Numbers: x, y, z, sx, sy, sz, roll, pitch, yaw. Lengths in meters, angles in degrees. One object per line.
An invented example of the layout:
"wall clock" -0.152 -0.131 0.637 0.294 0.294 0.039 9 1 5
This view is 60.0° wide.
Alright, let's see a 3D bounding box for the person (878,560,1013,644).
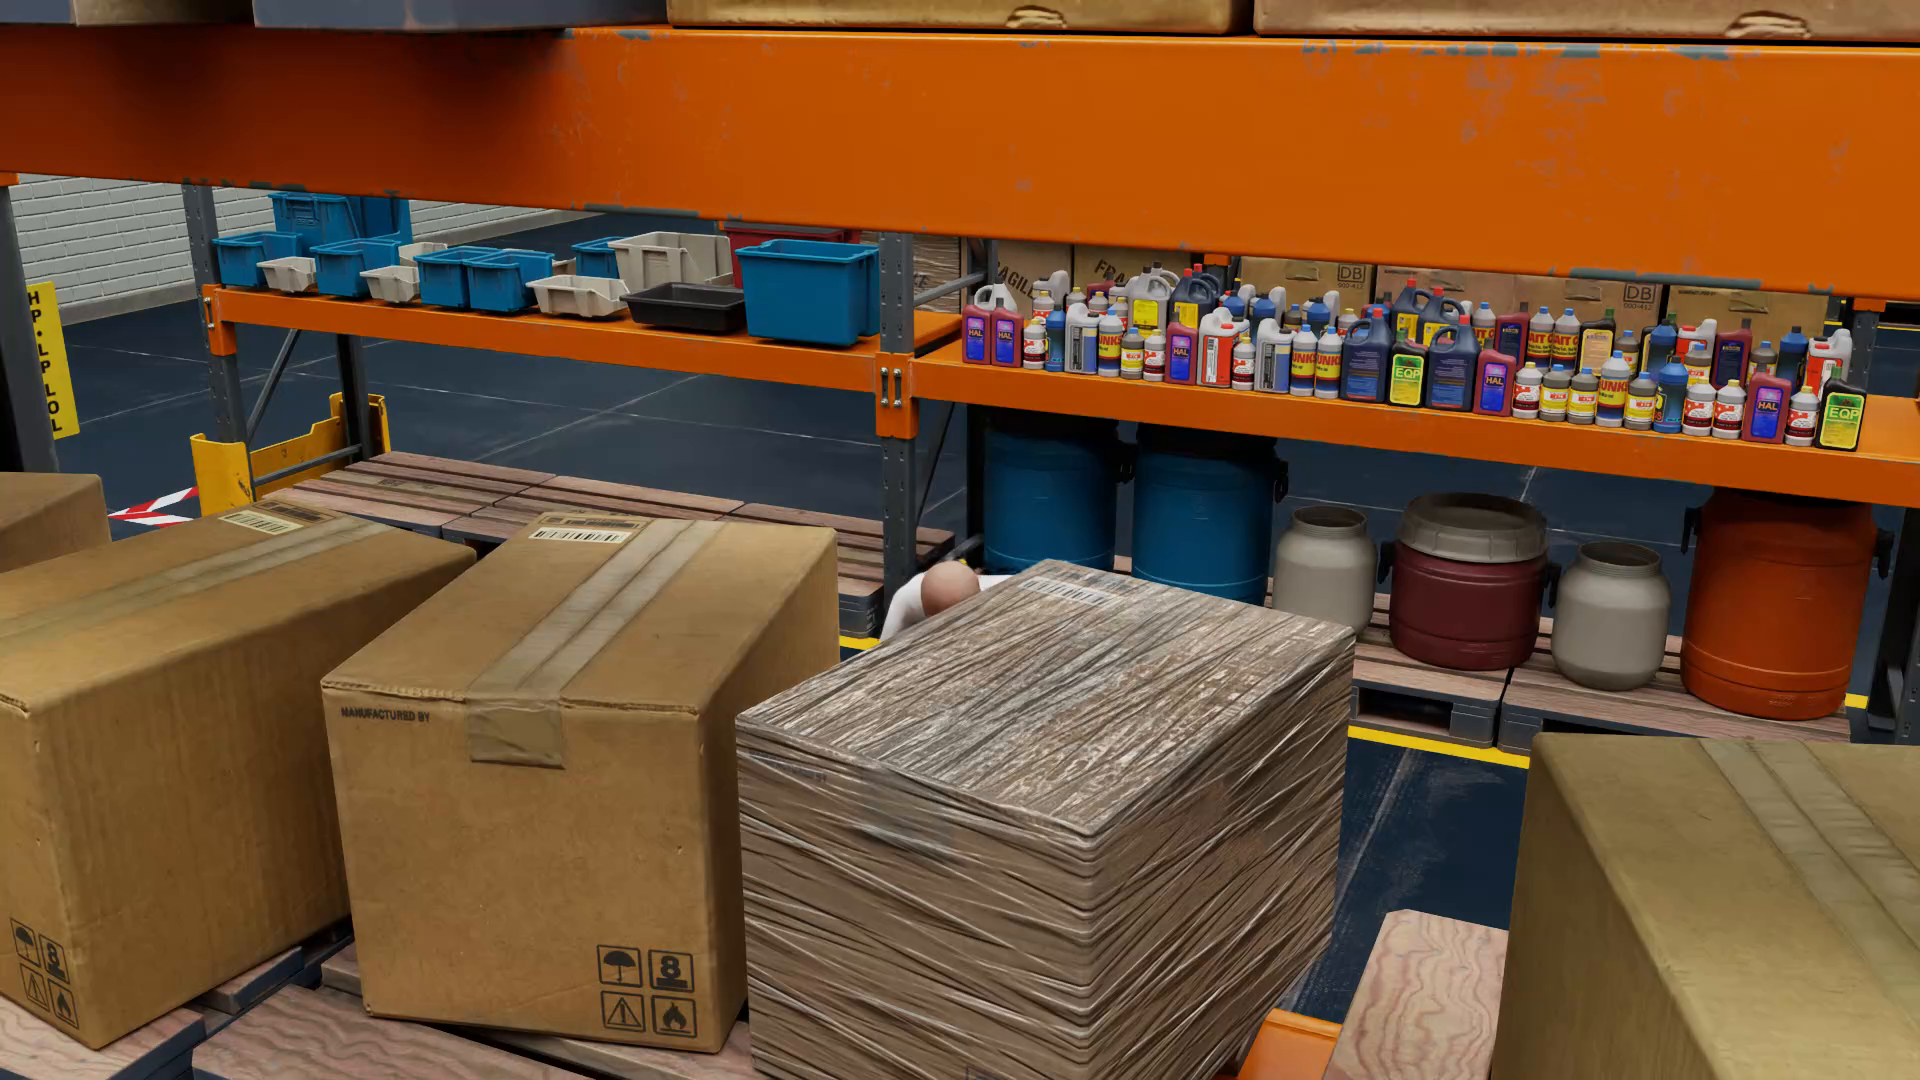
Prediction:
"person" 0.073 0.560 5.277 0.630 1.241 0.803 8 20 23
